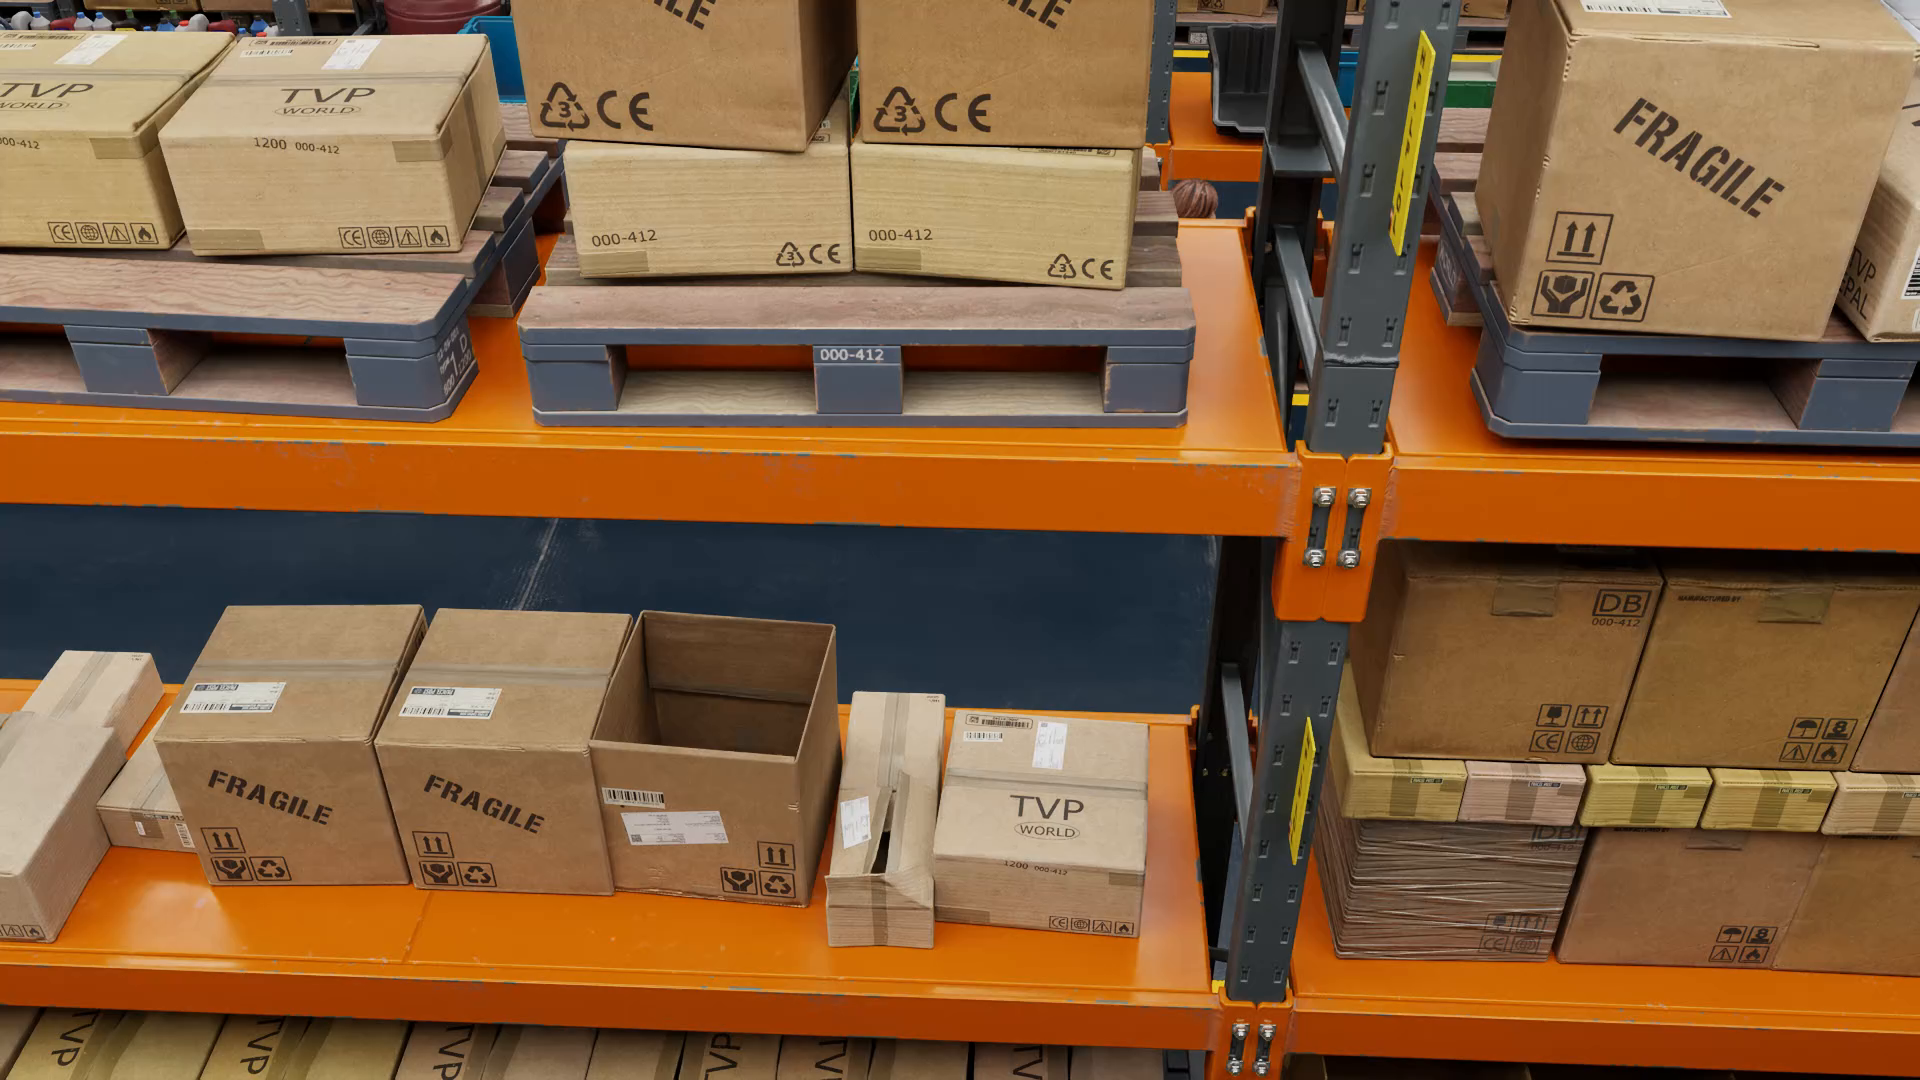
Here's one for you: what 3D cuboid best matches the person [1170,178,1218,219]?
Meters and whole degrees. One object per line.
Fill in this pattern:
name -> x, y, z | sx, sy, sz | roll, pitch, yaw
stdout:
person -> 0.898, -0.823, 7.285 | 0.346, 1.591, 0.475 | 0, 36, -1
